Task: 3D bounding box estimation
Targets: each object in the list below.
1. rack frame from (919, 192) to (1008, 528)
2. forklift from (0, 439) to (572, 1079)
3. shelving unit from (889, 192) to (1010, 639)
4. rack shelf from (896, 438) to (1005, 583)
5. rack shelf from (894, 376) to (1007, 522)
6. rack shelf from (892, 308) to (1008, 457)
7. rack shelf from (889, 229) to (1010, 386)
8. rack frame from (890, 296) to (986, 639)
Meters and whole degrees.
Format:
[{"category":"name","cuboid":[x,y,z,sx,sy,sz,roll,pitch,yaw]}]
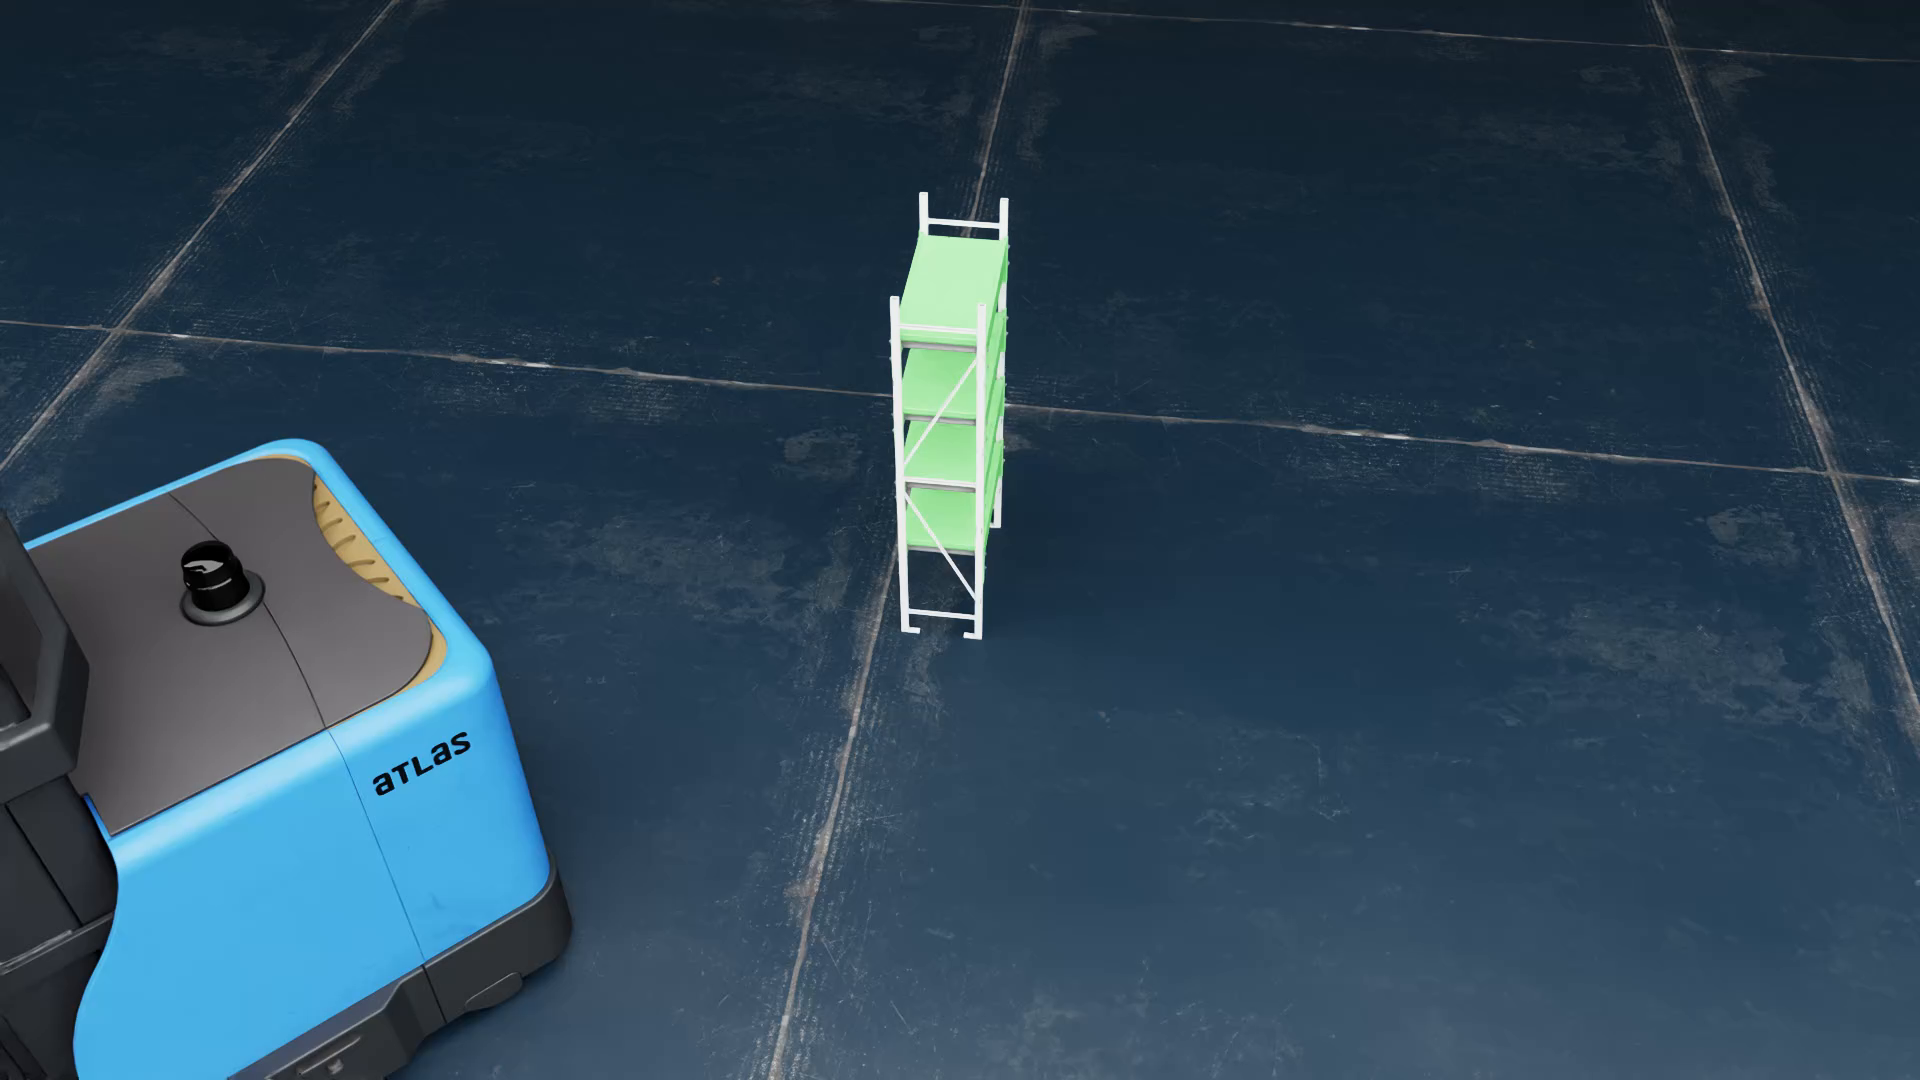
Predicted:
[{"category":"rack frame","cuboid":[0.010,-0.489,4.894,0.240,1.200,0.015,5,44,6]},{"category":"forklift","cuboid":[-2.430,0.338,2.762,3.031,2.935,1.130,-29,50,-27]},{"category":"shelving unit","cuboid":[-0.022,-0.323,4.718,0.258,1.200,0.503,5,44,6]},{"category":"rack shelf","cuboid":[-0.022,-0.102,4.927,0.258,0.148,0.480,5,44,6]},{"category":"rack shelf","cuboid":[-0.022,-0.276,4.762,0.258,0.148,0.480,5,44,6]},{"category":"rack shelf","cuboid":[-0.022,-0.451,4.597,0.258,0.148,0.480,5,44,6]},{"category":"rack shelf","cuboid":[-0.022,-0.625,4.432,0.258,0.148,0.480,5,44,6]},{"category":"rack frame","cuboid":[-0.054,-0.157,4.543,0.240,1.200,0.015,5,44,6]}]
